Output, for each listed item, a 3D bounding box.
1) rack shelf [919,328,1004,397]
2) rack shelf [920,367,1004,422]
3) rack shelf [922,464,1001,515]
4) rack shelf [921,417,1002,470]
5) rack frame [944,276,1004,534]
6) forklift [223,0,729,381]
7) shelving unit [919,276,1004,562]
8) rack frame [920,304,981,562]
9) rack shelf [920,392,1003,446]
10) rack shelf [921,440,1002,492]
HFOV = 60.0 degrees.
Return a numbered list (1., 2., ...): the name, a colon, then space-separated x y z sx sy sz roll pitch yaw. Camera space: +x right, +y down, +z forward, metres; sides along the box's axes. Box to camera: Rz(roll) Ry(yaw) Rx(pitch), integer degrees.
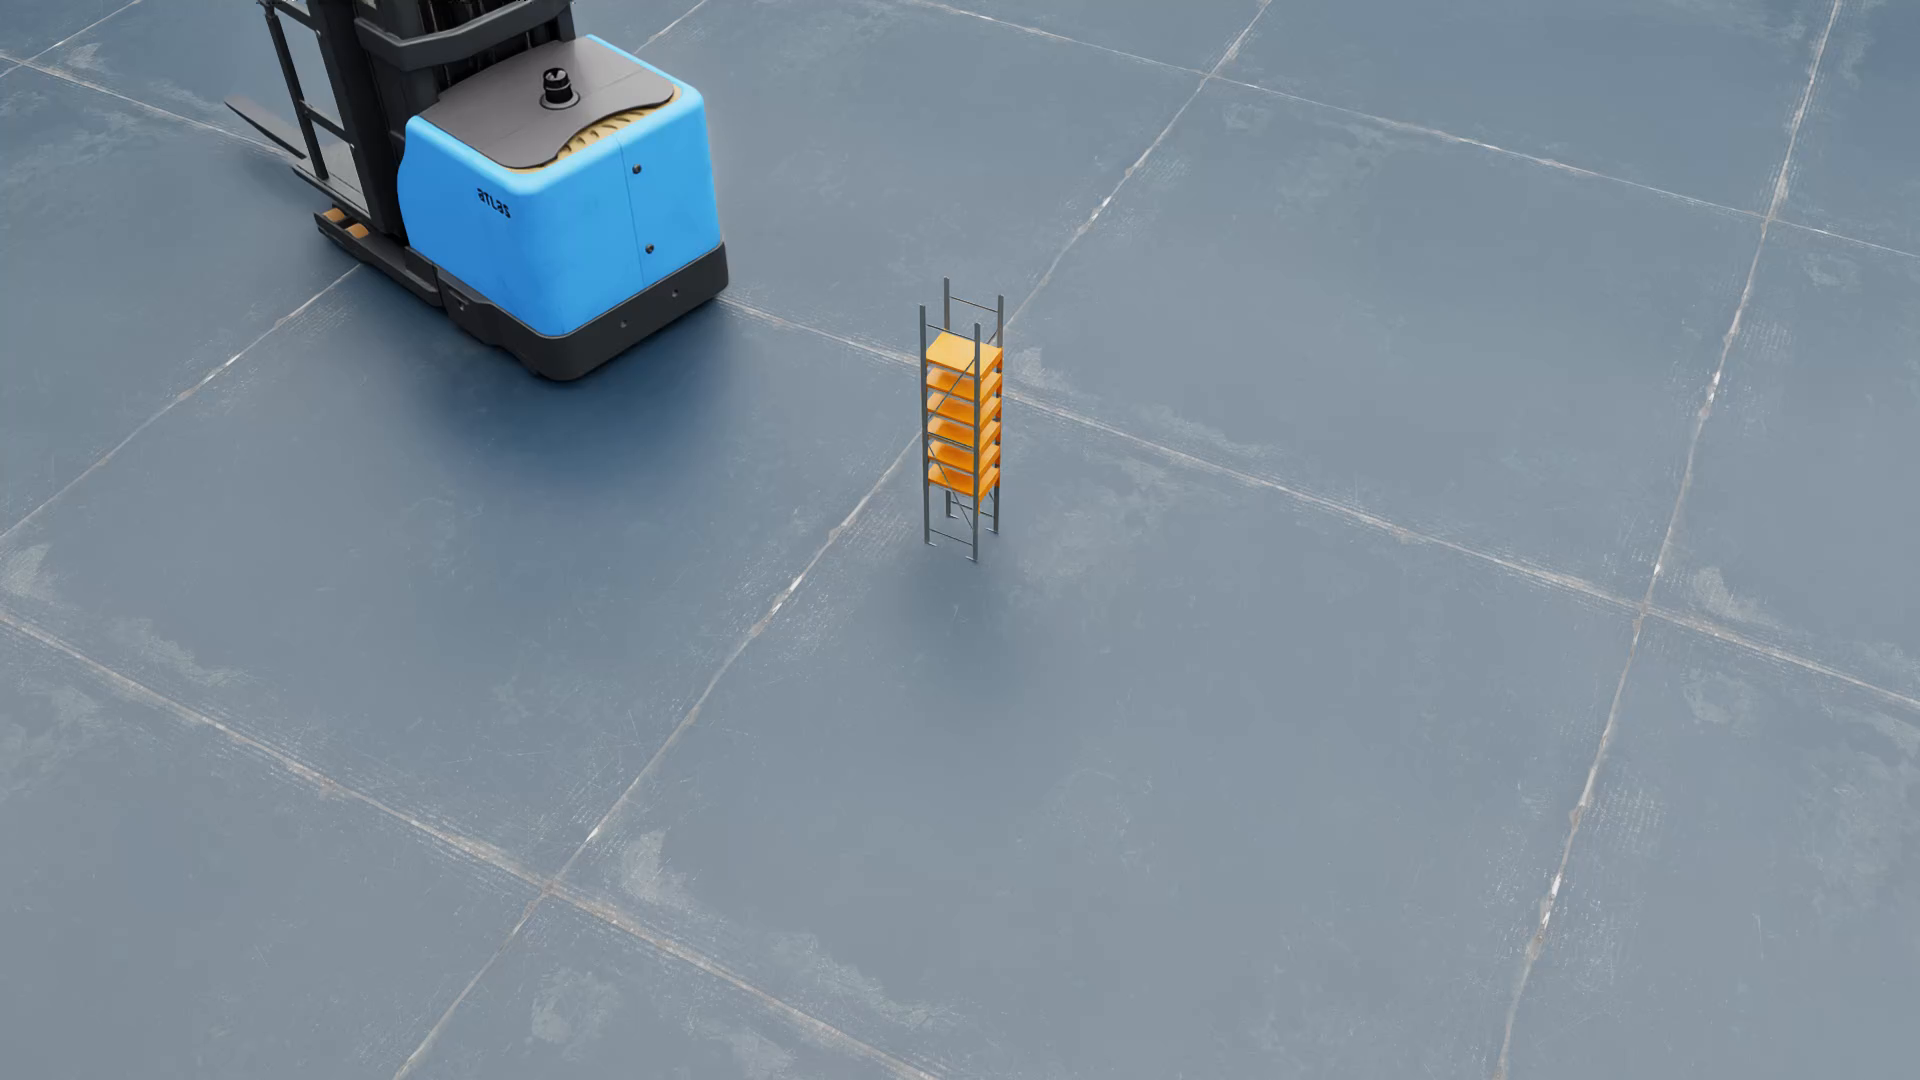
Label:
1. rack shelf: 0.007 -0.653 6.108 0.258 0.103 0.180 20 49 19
2. rack shelf: 0.007 -0.568 6.193 0.258 0.103 0.180 20 49 19
3. rack shelf: 0.007 -0.231 6.535 0.258 0.103 0.180 20 49 19
4. rack shelf: 0.007 -0.400 6.364 0.258 0.103 0.180 20 49 19
5. rack frame: 0.049 -0.489 6.389 0.240 1.200 0.006 20 49 19
6. forklift: -2.522 -2.649 7.307 3.031 2.935 1.130 33 54 28
7. shelving unit: 0.007 -0.431 6.332 0.258 1.200 0.189 20 49 19
8. rack frame: -0.036 -0.373 6.275 0.240 1.200 0.006 20 49 19
9. rack shelf: 0.007 -0.484 6.279 0.258 0.103 0.180 20 49 19
10. rack shelf: 0.007 -0.315 6.449 0.258 0.103 0.180 20 49 19
